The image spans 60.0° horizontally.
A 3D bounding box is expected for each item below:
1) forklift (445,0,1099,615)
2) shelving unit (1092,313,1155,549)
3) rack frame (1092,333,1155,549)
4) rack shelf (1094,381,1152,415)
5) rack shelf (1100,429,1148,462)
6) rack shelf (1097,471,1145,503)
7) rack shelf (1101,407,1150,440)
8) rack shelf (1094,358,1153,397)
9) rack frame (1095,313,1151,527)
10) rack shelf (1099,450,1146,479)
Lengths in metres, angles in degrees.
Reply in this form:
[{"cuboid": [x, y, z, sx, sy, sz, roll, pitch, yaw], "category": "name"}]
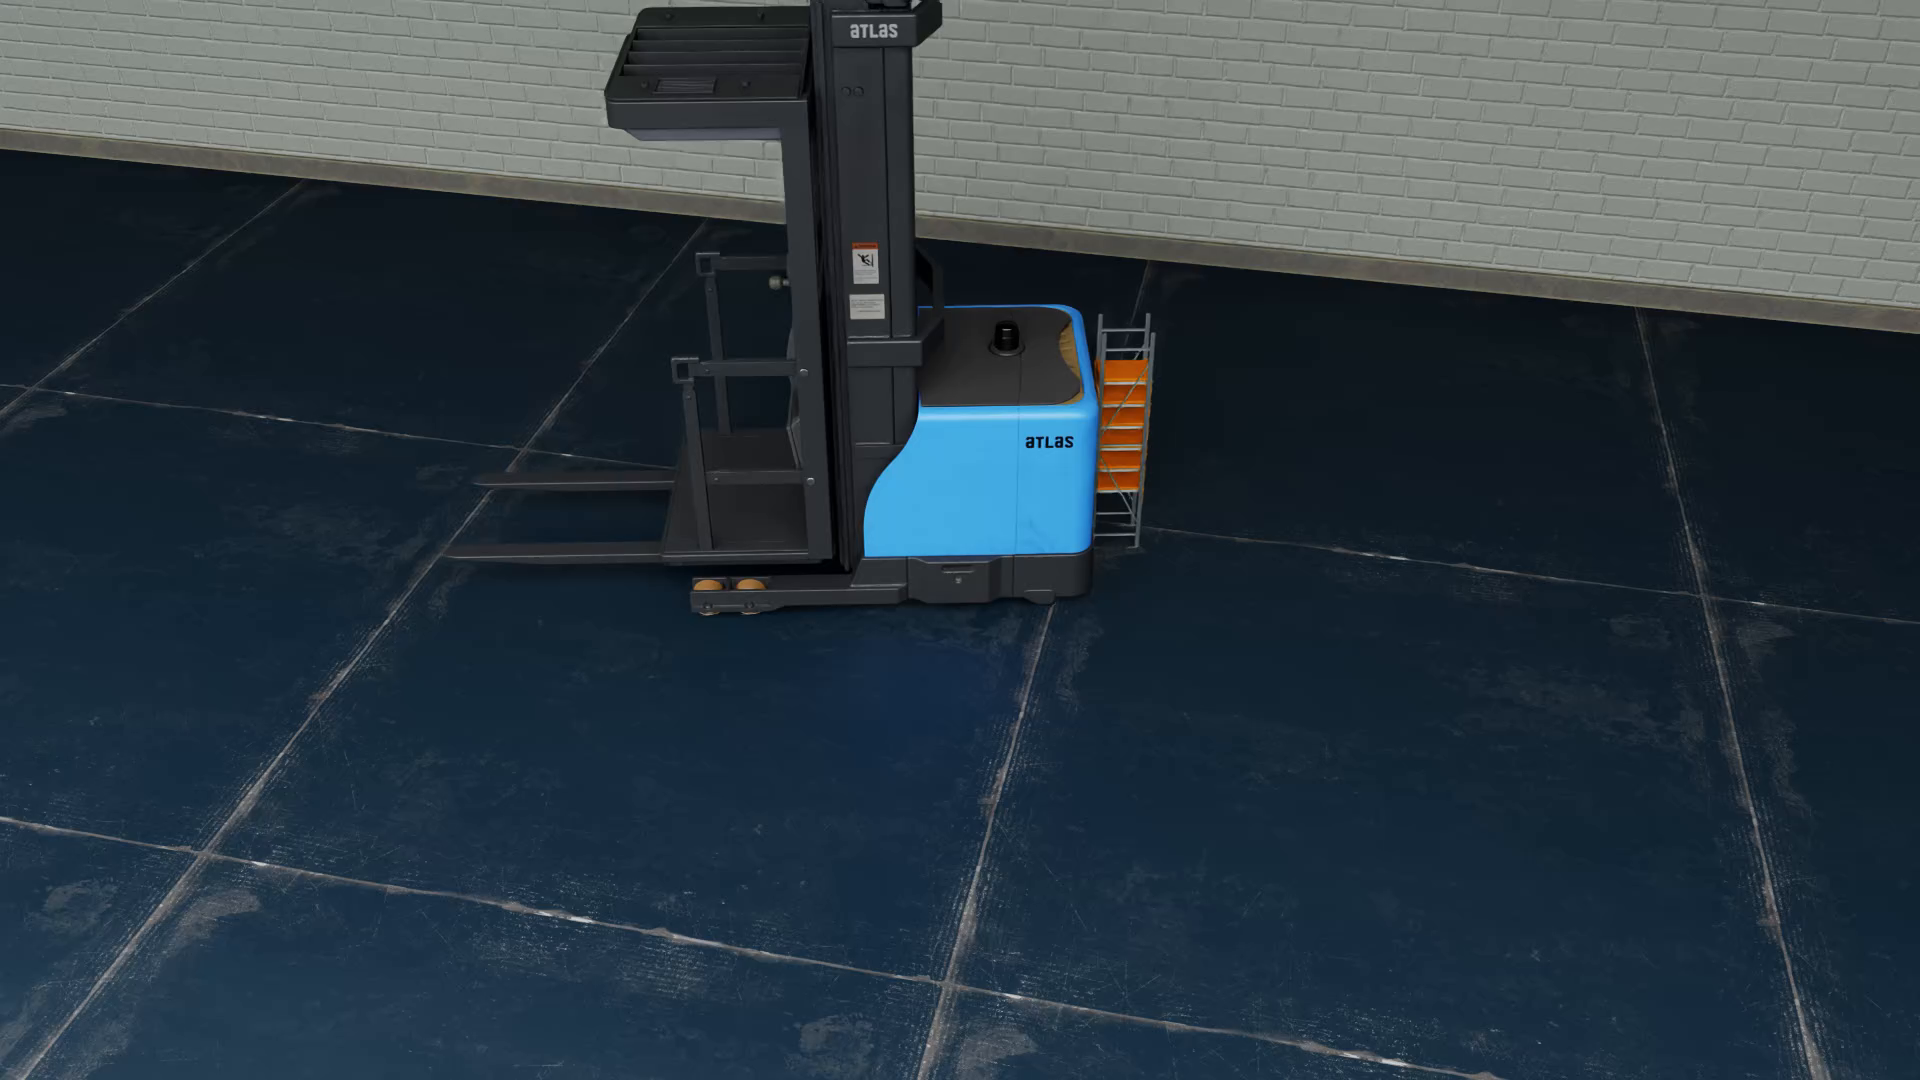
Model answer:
[{"cuboid": [-0.904, -1.151, 7.340, 3.031, 2.935, 1.130, -1, 36, -1], "category": "forklift"}, {"cuboid": [0.758, -0.499, 7.916, 0.258, 1.200, 0.189, -1, 36, -1], "category": "shelving unit"}, {"cuboid": [0.760, -0.446, 7.842, 0.240, 1.200, 0.006, -1, 36, -1], "category": "rack frame"}, {"cuboid": [0.758, -0.658, 7.802, 0.258, 0.103, 0.180, -1, 36, -1], "category": "rack shelf"}, {"cuboid": [0.757, -0.463, 7.942, 0.258, 0.103, 0.180, -1, 36, -1], "category": "rack shelf"}, {"cuboid": [0.757, -0.269, 8.083, 0.258, 0.103, 0.180, -1, 36, -1], "category": "rack shelf"}, {"cuboid": [0.758, -0.561, 7.872, 0.258, 0.103, 0.180, -1, 36, -1], "category": "rack shelf"}, {"cuboid": [0.758, -0.755, 7.731, 0.258, 0.103, 0.180, -1, 36, -1], "category": "rack shelf"}, {"cuboid": [0.755, -0.553, 7.990, 0.240, 1.200, 0.006, -1, 36, -1], "category": "rack frame"}, {"cuboid": [0.757, -0.366, 8.013, 0.258, 0.103, 0.180, -1, 36, -1], "category": "rack shelf"}]
